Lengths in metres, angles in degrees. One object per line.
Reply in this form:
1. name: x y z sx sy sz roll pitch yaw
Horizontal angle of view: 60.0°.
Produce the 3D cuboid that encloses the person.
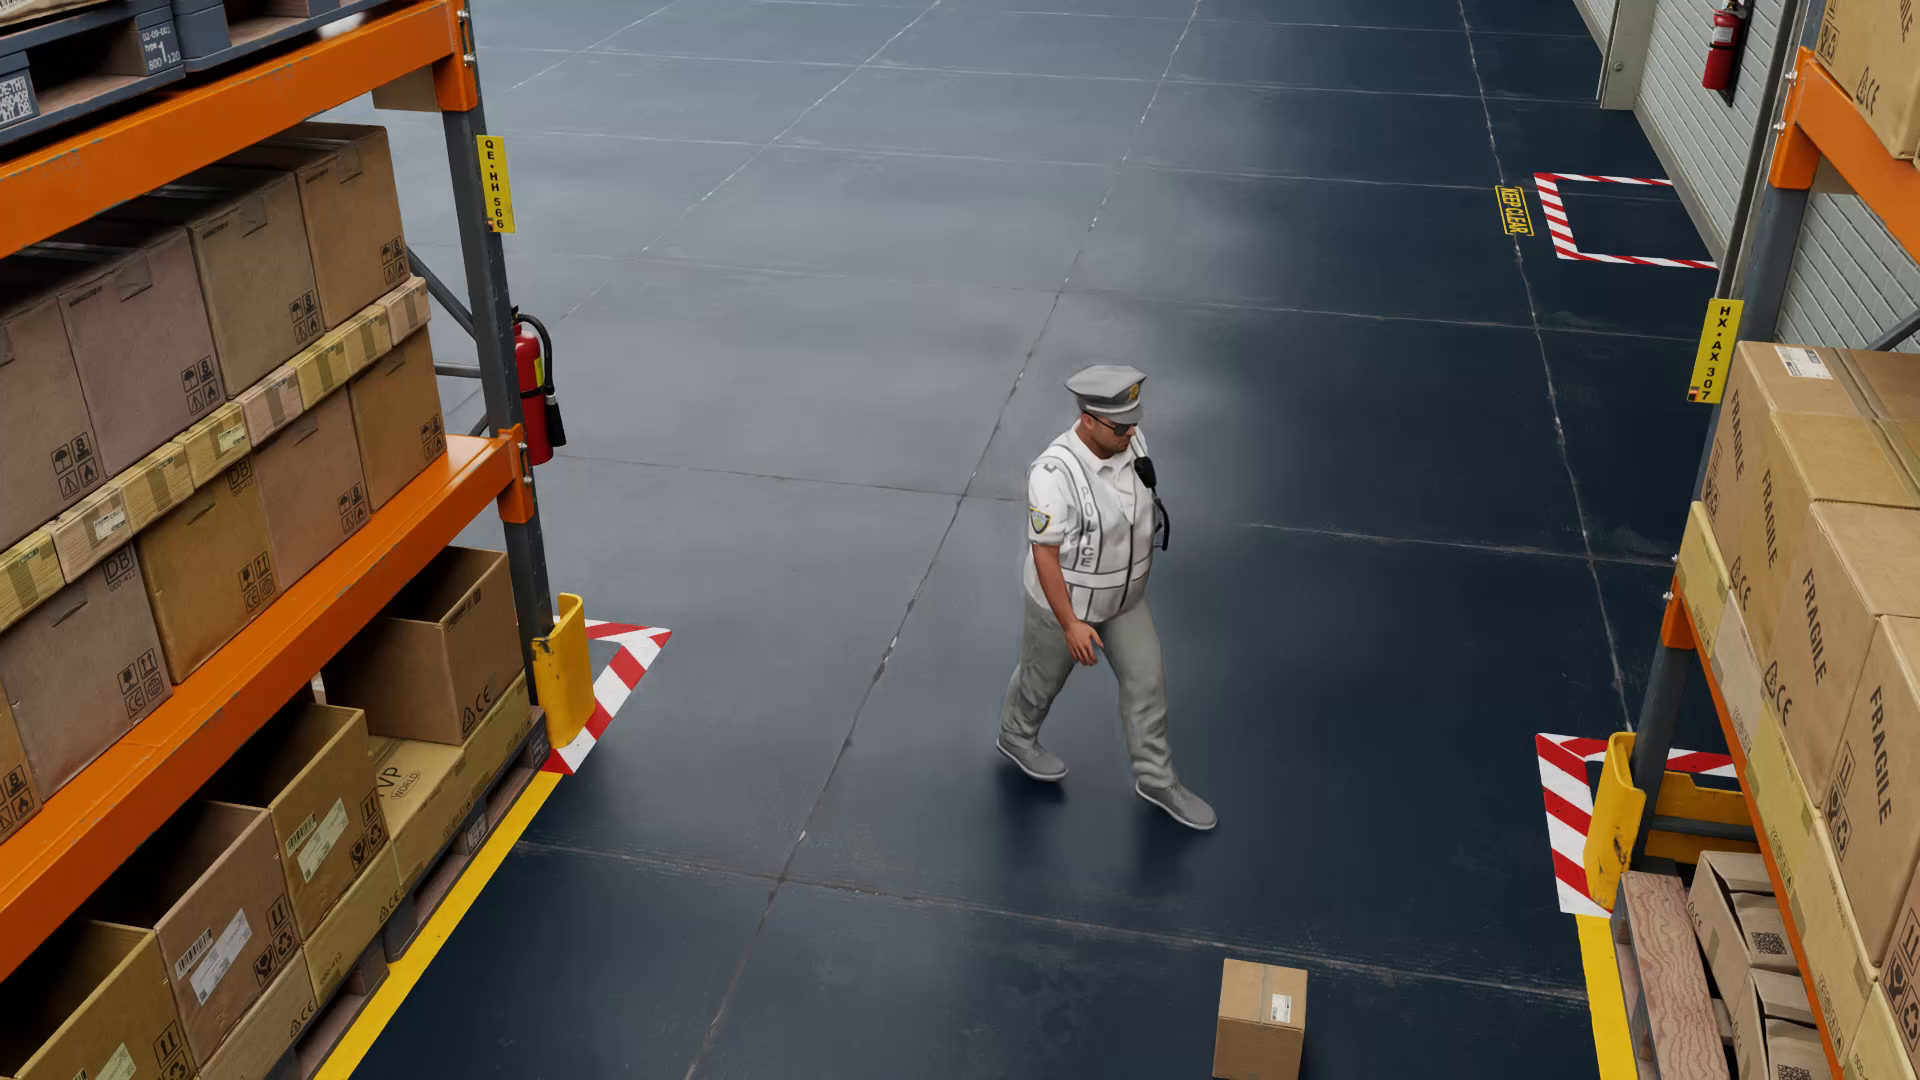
1. person: 0.479 0.199 5.780 0.581 1.743 0.832 -20 35 -33
